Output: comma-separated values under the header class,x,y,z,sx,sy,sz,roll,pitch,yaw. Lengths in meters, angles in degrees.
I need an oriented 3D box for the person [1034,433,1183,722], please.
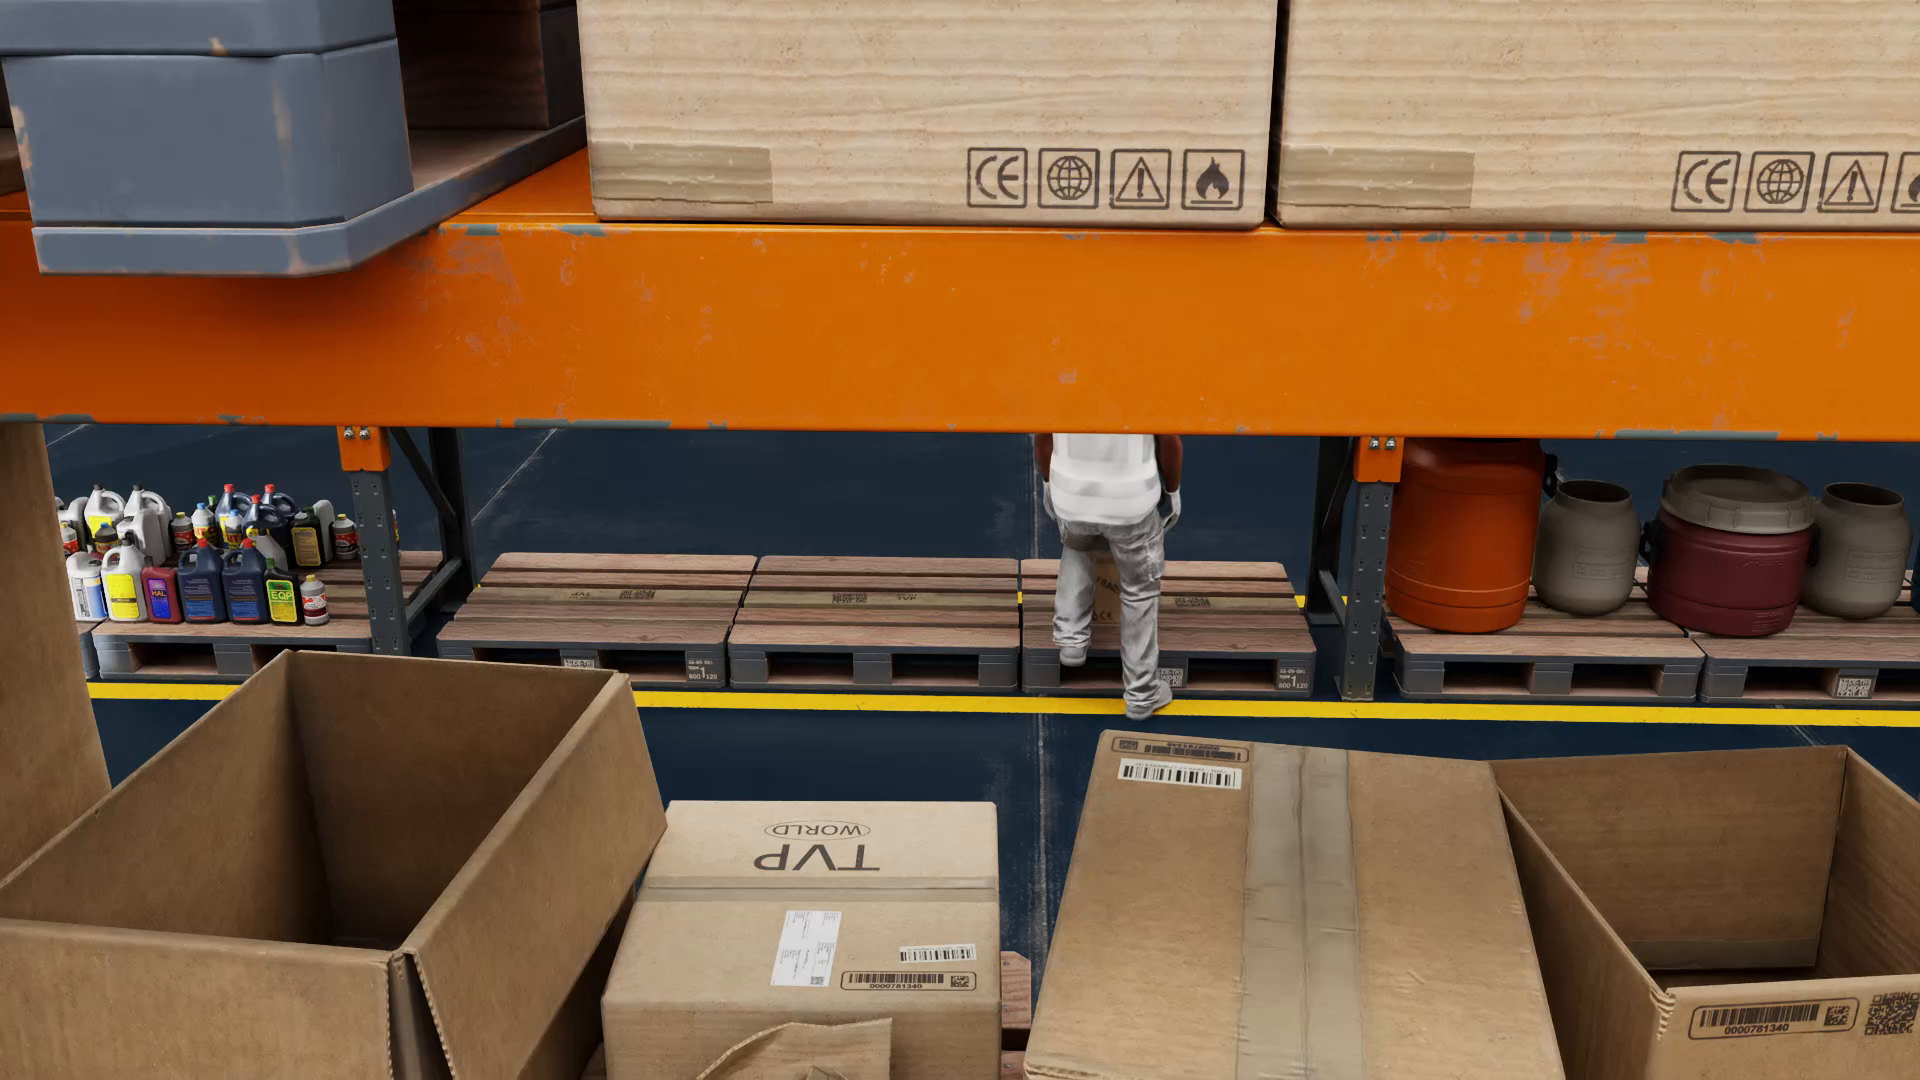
class,x,y,z,sx,sy,sz,roll,pitch,yaw
person,0.587,-0.173,6.520,0.581,1.777,0.520,6,21,16
